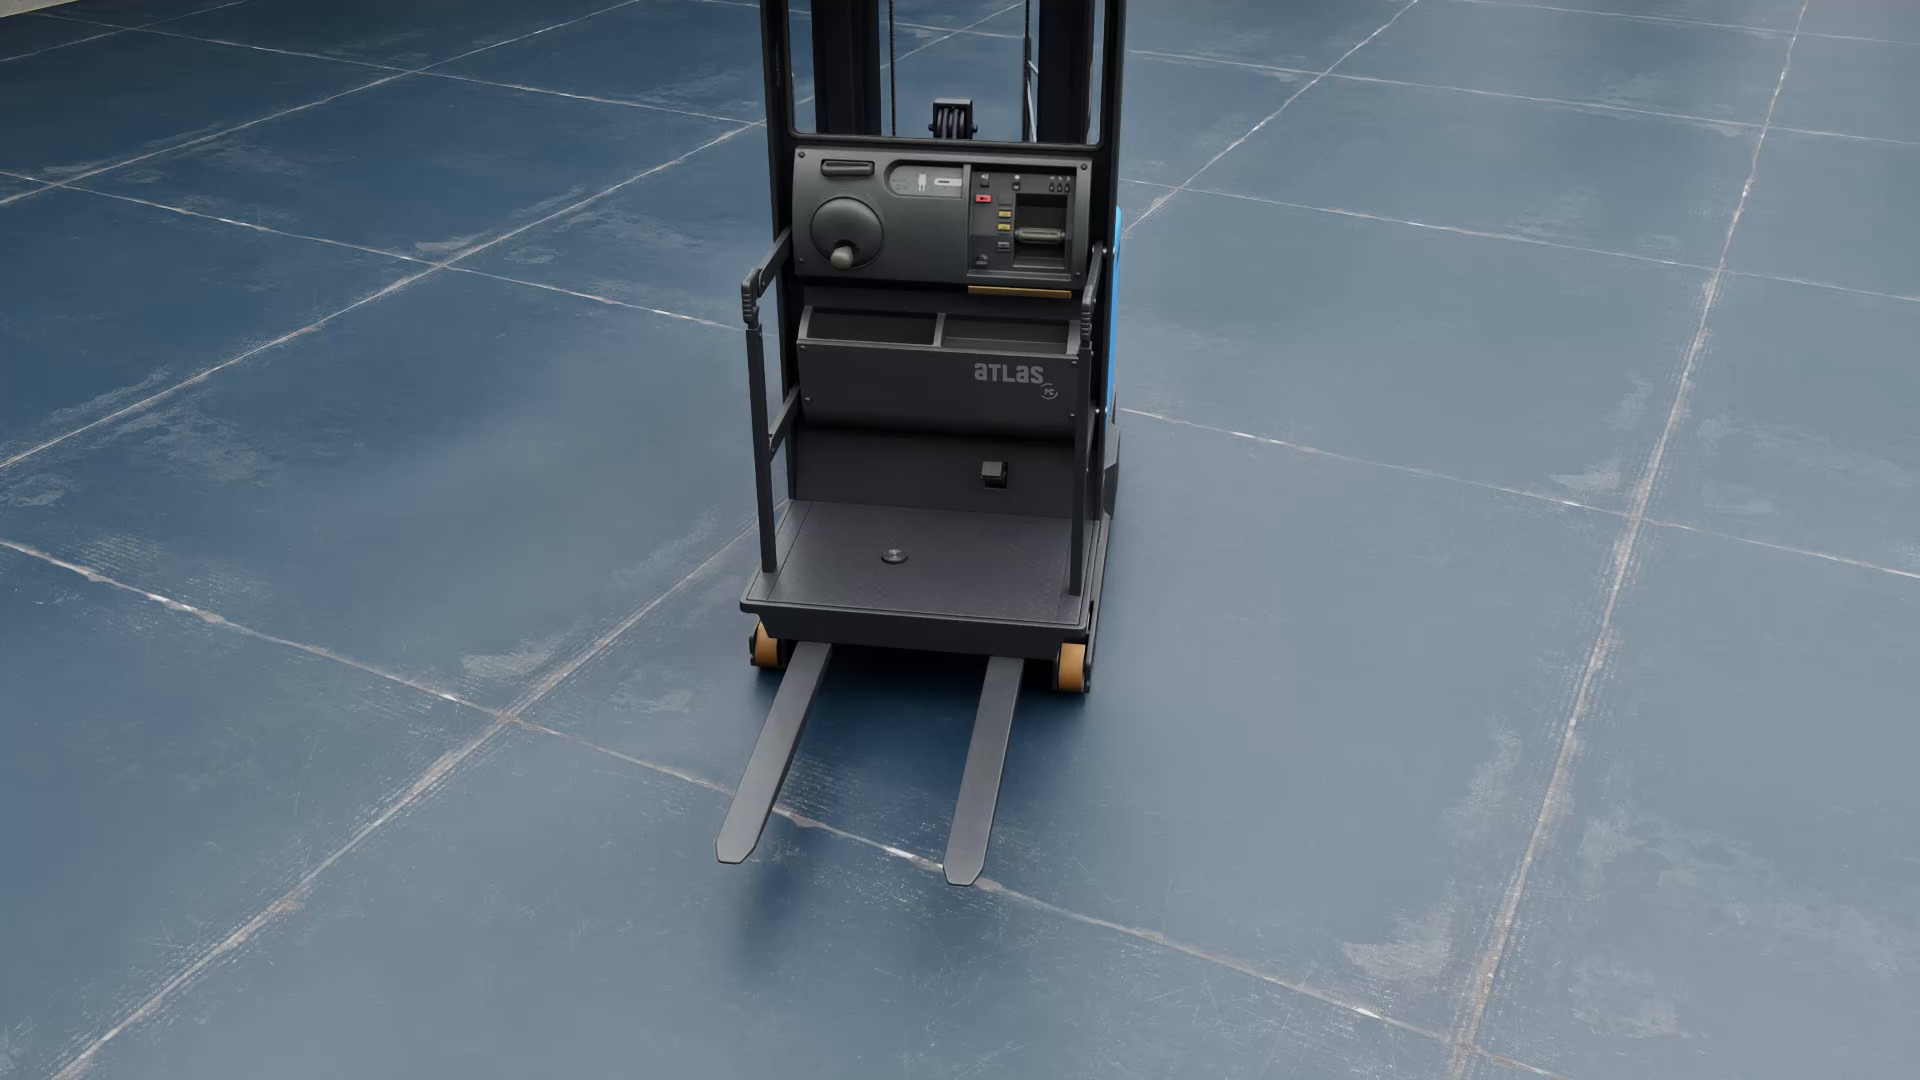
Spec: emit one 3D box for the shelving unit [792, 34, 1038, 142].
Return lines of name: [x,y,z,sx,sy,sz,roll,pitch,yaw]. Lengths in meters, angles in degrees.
shelving unit: [-0.172,-1.276,6.966,1.083,1.500,0.587,-5,30,-8]

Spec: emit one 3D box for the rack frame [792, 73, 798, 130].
rack frame: [-0.682,-1.232,6.890,0.032,1.500,0.500,-5,30,-8]

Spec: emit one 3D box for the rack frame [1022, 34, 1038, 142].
rack frame: [0.320,-1.319,7.040,0.032,1.500,0.500,-5,30,-8]

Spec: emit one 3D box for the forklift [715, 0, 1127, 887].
forklift: [-0.089,-0.962,4.982,1.130,2.935,3.031,4,30,7]
